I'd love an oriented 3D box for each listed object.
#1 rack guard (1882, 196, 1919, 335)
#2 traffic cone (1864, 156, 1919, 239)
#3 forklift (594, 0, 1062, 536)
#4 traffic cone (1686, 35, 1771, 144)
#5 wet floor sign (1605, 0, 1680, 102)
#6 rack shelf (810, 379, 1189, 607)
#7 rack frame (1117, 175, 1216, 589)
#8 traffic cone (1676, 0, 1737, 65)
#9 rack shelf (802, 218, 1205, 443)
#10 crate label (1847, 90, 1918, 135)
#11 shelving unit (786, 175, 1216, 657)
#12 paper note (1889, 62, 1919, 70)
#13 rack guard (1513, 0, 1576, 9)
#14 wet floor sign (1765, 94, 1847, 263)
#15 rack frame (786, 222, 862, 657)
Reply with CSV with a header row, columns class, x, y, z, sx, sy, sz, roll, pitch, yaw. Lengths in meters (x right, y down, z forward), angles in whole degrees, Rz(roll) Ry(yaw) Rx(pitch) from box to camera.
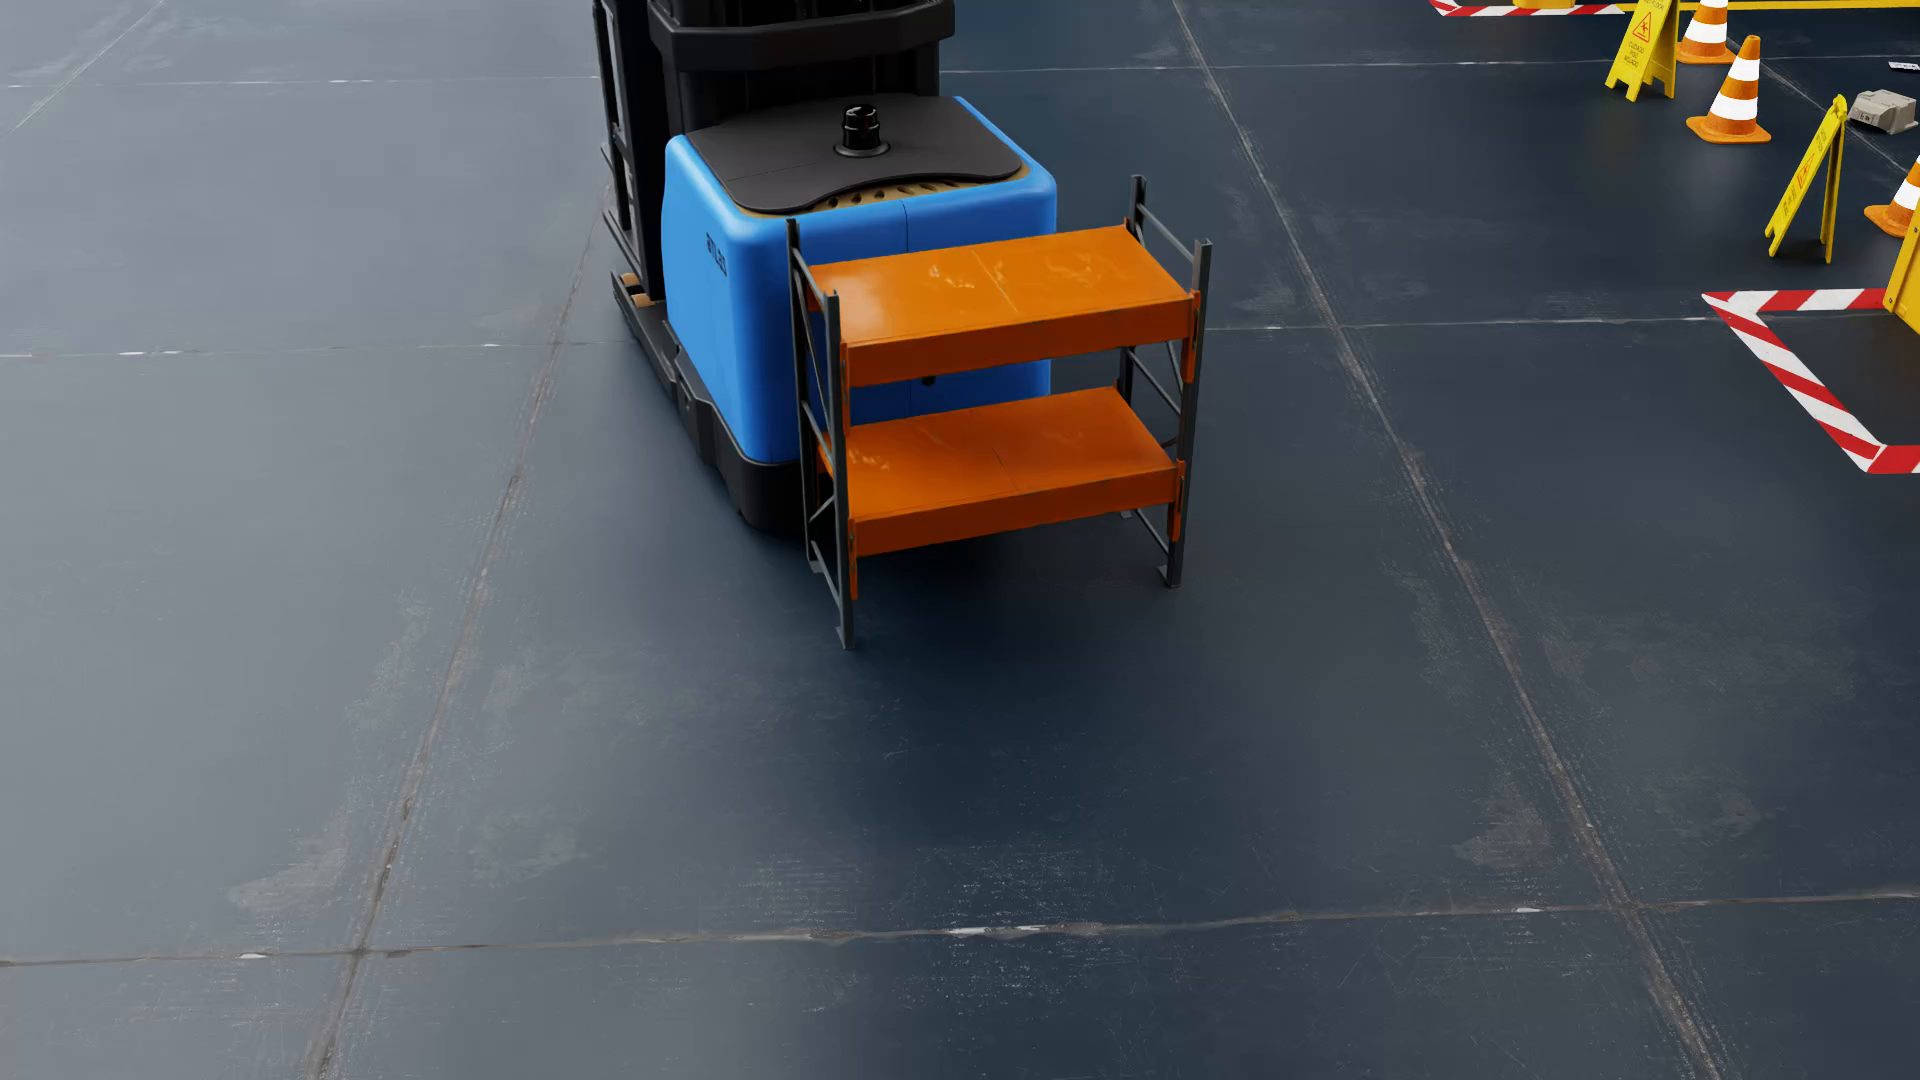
class,x,y,z,sx,sy,sz,roll,pitch,yaw
rack guard,3.859,-0.842,6.028,0.348,0.500,1.175,-2,35,-2
traffic cone,4.151,-1.570,7.111,0.334,0.463,0.336,-2,35,-2
forklift,-0.703,-2.048,5.634,1.130,2.935,3.031,-13,37,-18
traffic cone,3.759,-2.191,8.010,0.334,0.463,0.336,-2,35,-2
wet floor sign,3.512,-2.585,8.418,0.232,0.644,0.267,-7,35,-10
rack shelf,0.103,-0.157,4.917,1.000,0.278,0.538,-11,36,-15
rack frame,0.584,-0.451,4.913,0.032,1.125,0.500,-11,36,-15
traffic cone,4.045,-2.843,8.951,0.334,0.463,0.336,-2,35,-2
rack shelf,0.103,-0.598,4.612,1.000,0.278,0.538,-11,36,-15
crate label,4.541,-2.114,8.184,0.298,0.136,0.250,-20,39,-26
shelving unit,0.103,-0.358,4.778,1.048,1.125,0.538,-11,36,-15
paper note,5.052,-2.533,8.885,0.142,0.017,0.144,10,36,14
rack guard,3.423,-3.650,10.085,0.348,0.500,1.175,-2,35,-2
wet floor sign,3.542,-1.503,6.855,0.232,0.644,0.267,10,36,14
rack frame,-0.378,-0.264,4.643,0.032,1.125,0.500,-11,36,-15
